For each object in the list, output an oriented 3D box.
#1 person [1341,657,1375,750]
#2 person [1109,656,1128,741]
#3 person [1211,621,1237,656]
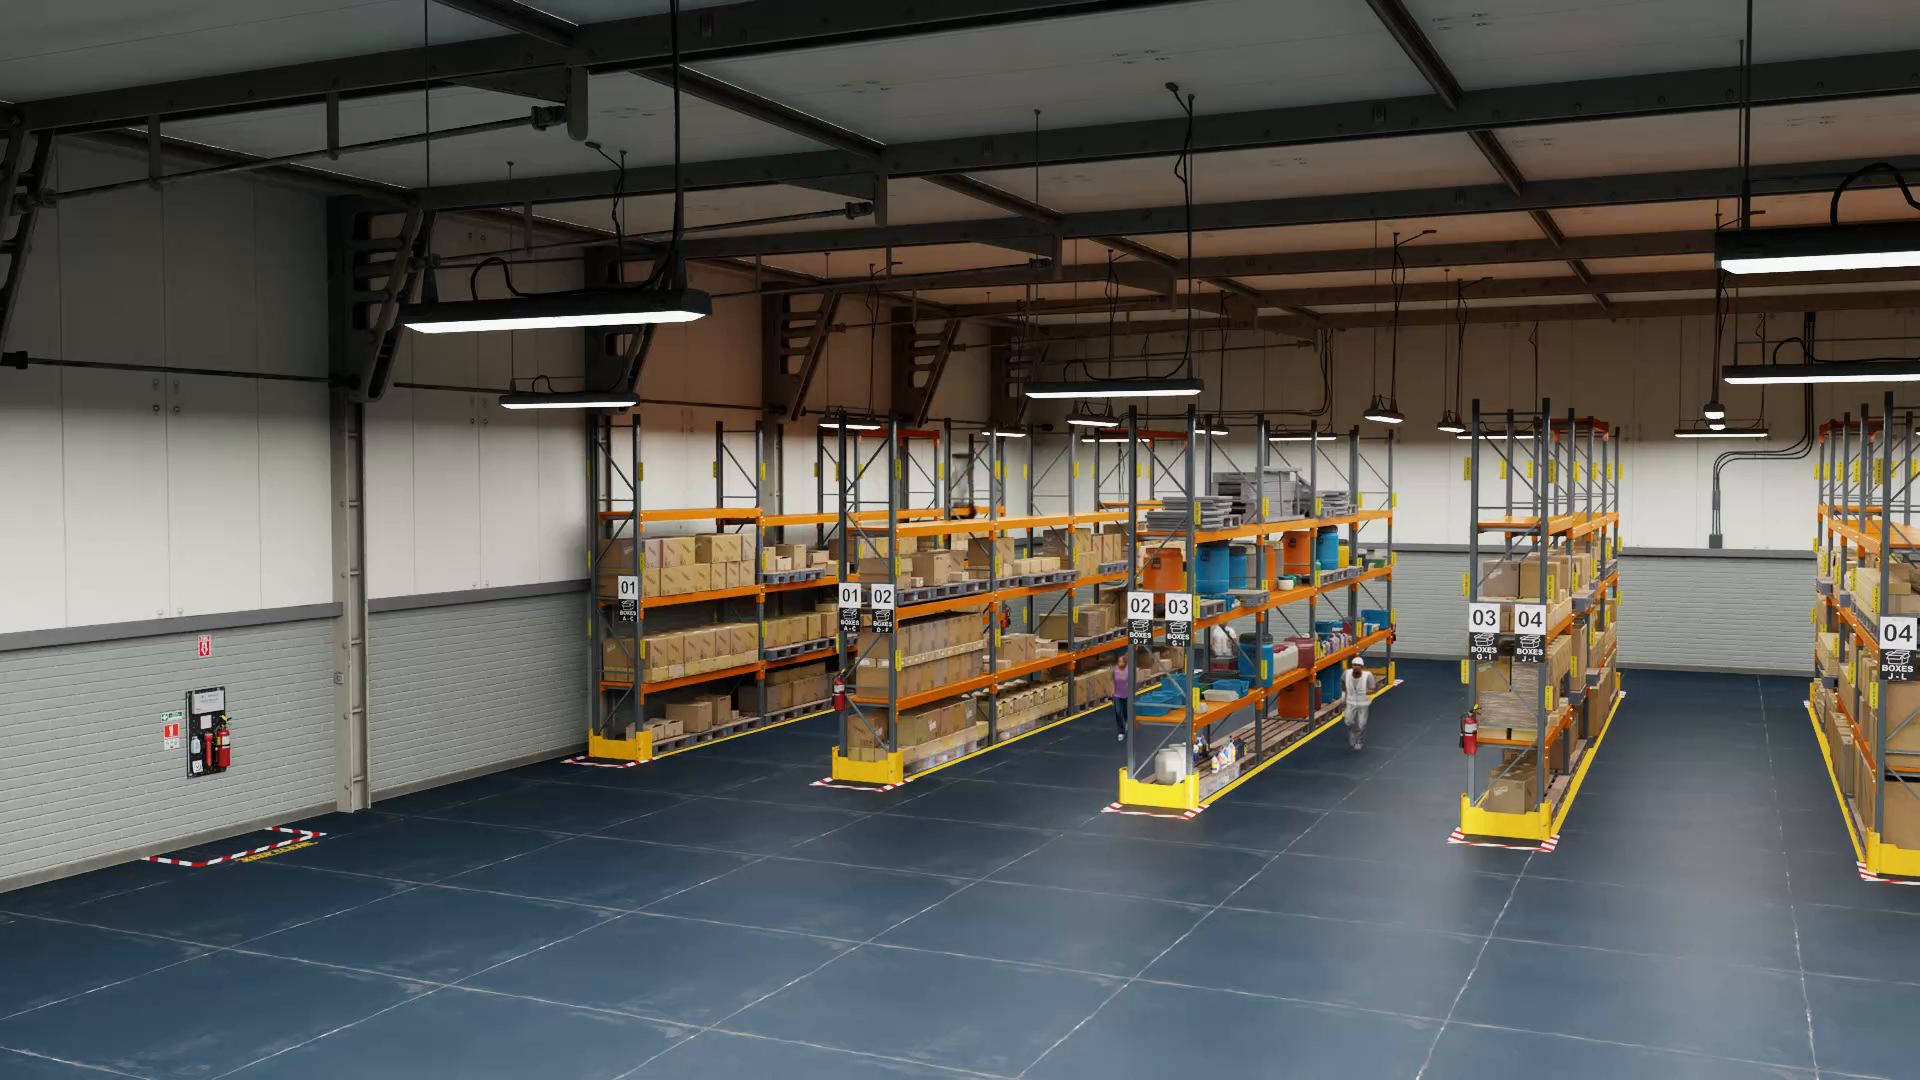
[{"bbox_3d":[7.042,2.908,29.475,0.636,1.679,0.776,1,3,21],"label":"person"},{"bbox_3d":[3.051,2.945,31.232,0.526,1.570,0.743,1,2,14],"label":"person"},{"bbox_3d":[6.147,2.596,38.779,0.603,1.625,0.639,1,2,17],"label":"person"}]
